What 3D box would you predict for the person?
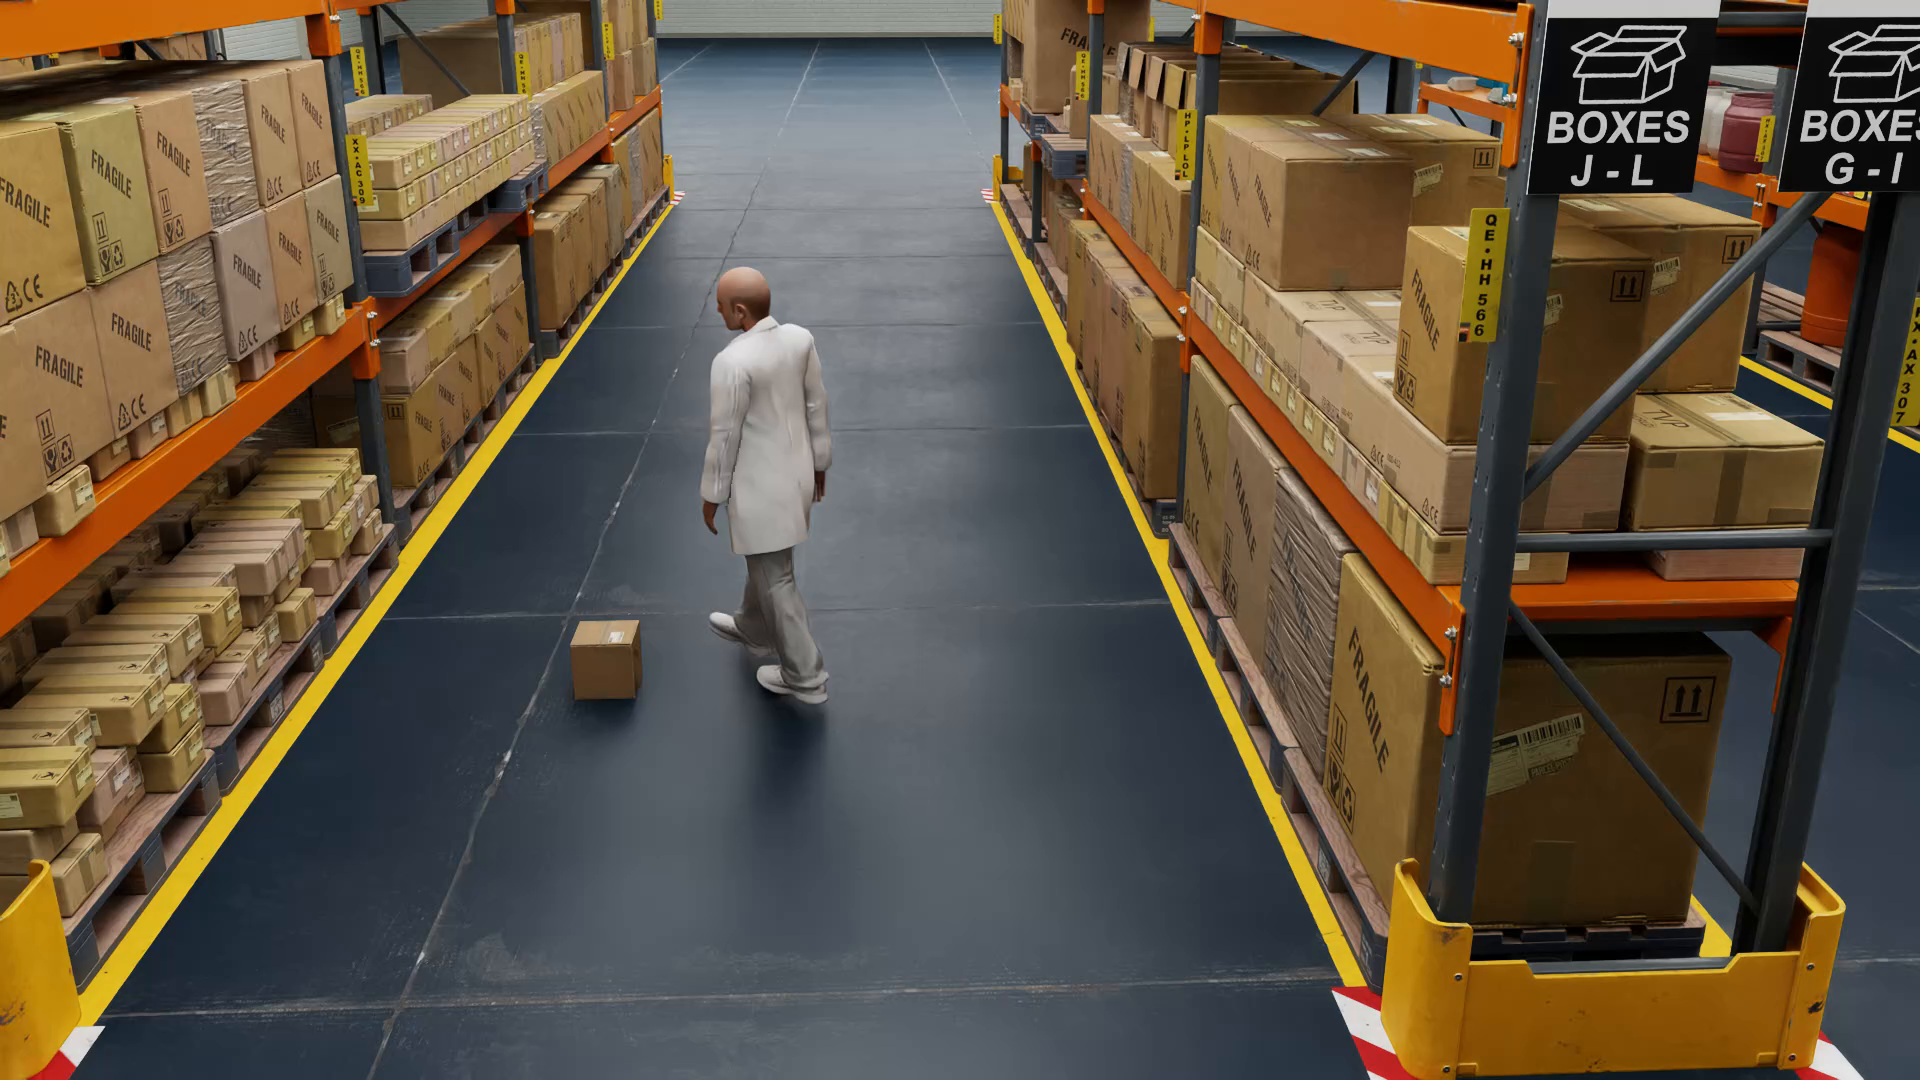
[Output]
[{"bbox_3d":[-0.863,-0.251,6.737,0.831,1.753,0.617,12,23,30],"label":"person"}]
